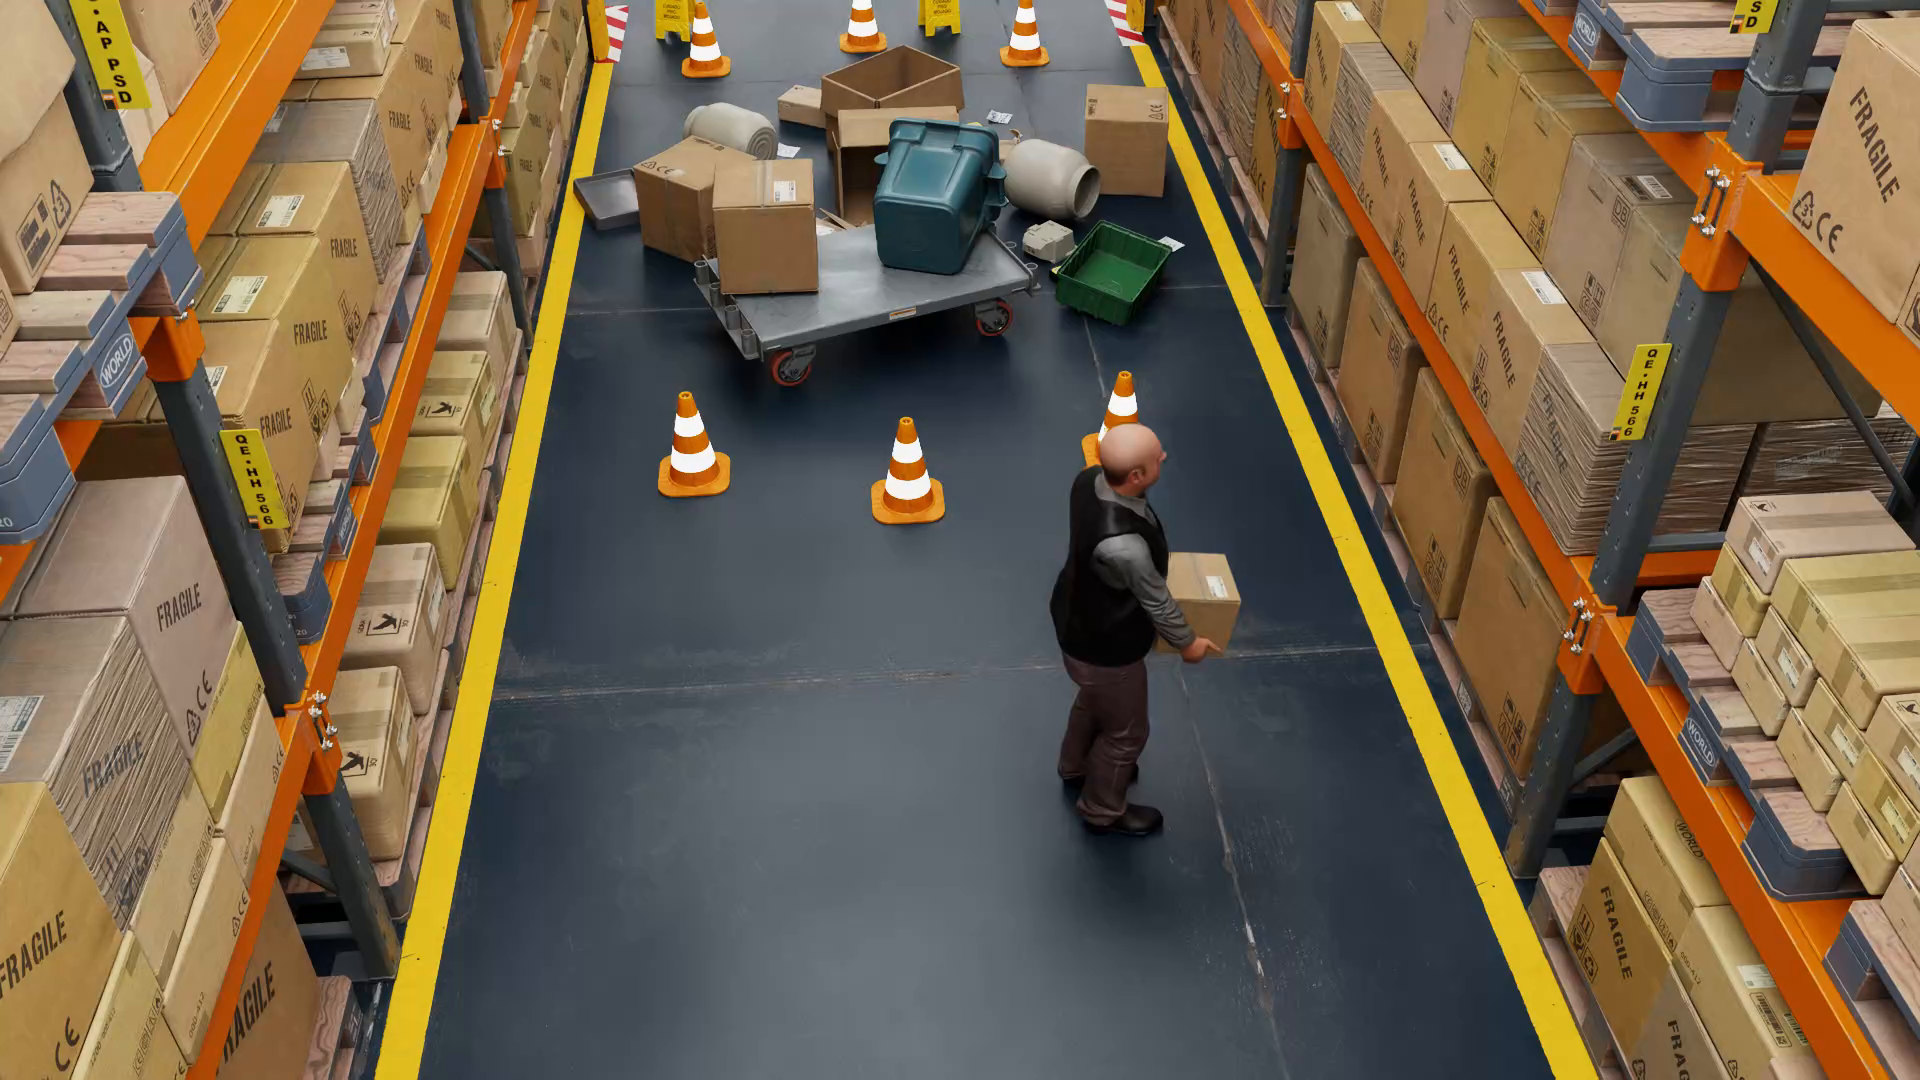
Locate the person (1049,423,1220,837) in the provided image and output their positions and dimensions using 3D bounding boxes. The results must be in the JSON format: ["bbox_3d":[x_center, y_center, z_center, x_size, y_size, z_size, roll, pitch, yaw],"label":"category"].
[{"bbox_3d":[0.596,0.314,5.790,0.558,1.720,0.494,-4,39,-5],"label":"person"}]
